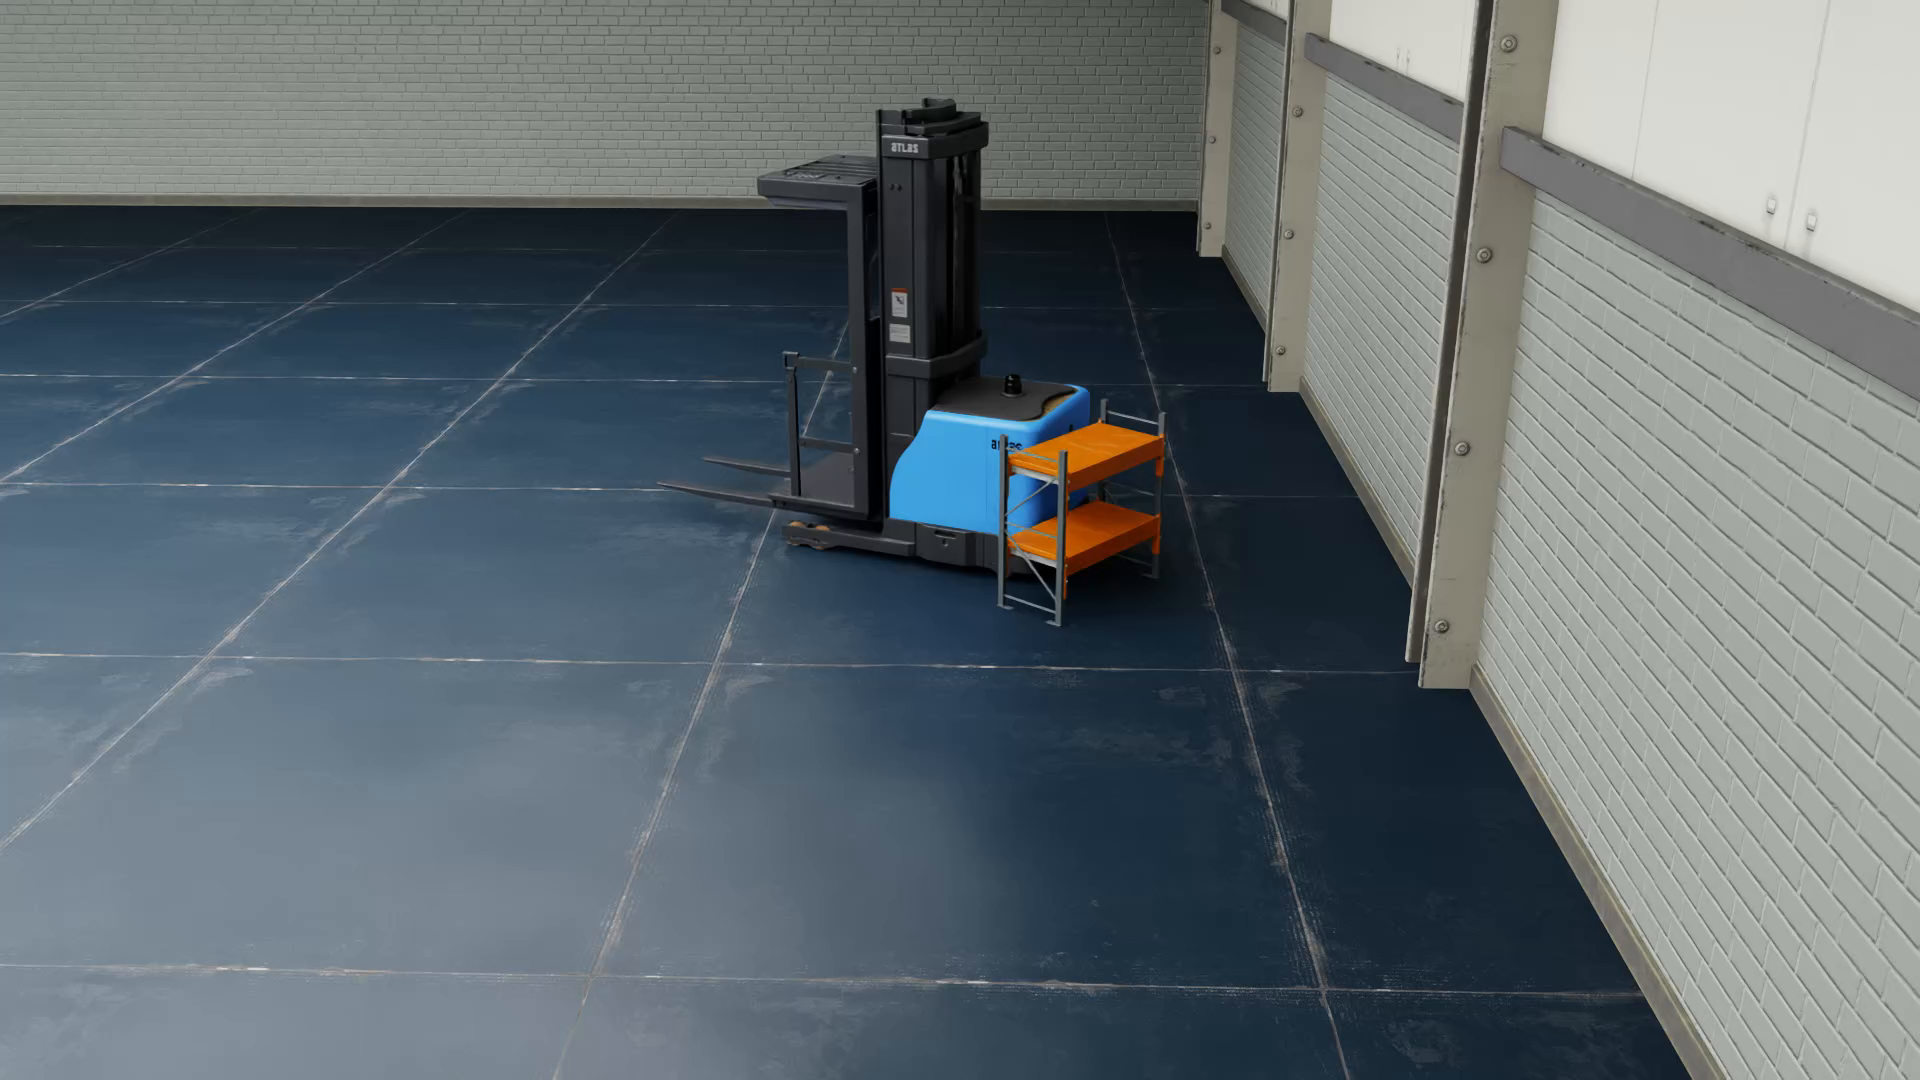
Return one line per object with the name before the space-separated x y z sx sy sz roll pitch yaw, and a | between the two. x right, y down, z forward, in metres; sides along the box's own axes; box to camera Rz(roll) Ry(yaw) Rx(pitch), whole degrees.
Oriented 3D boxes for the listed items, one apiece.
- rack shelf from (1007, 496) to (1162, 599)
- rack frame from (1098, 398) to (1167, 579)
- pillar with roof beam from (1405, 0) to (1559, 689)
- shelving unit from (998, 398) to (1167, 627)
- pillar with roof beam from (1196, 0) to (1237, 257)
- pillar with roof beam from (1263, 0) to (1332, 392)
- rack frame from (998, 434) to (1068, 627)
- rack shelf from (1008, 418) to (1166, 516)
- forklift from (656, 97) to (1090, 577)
rack shelf | 0.773 0.035 10.560 0.538 0.278 1.000 18 27 38
rack frame | 1.110 -0.331 10.827 0.500 1.125 0.032 18 27 38
pillar with roof beam | -1.547 -3.478 8.052 9.100 9.000 0.400 1 21 2
shelving unit | 0.773 -0.193 10.471 0.538 1.125 1.048 18 27 38
pillar with roof beam | -1.182 -7.817 19.234 9.100 9.000 0.400 1 21 2
pillar with roof beam | -1.365 -5.647 13.643 9.100 9.000 0.400 1 21 2
rack frame | 0.437 -0.055 10.116 0.500 1.125 0.032 18 27 38
rack shelf | 0.774 -0.466 10.365 0.538 0.278 1.000 18 27 38
forklift | -0.672 -1.460 11.241 3.031 2.935 1.130 9 23 22
